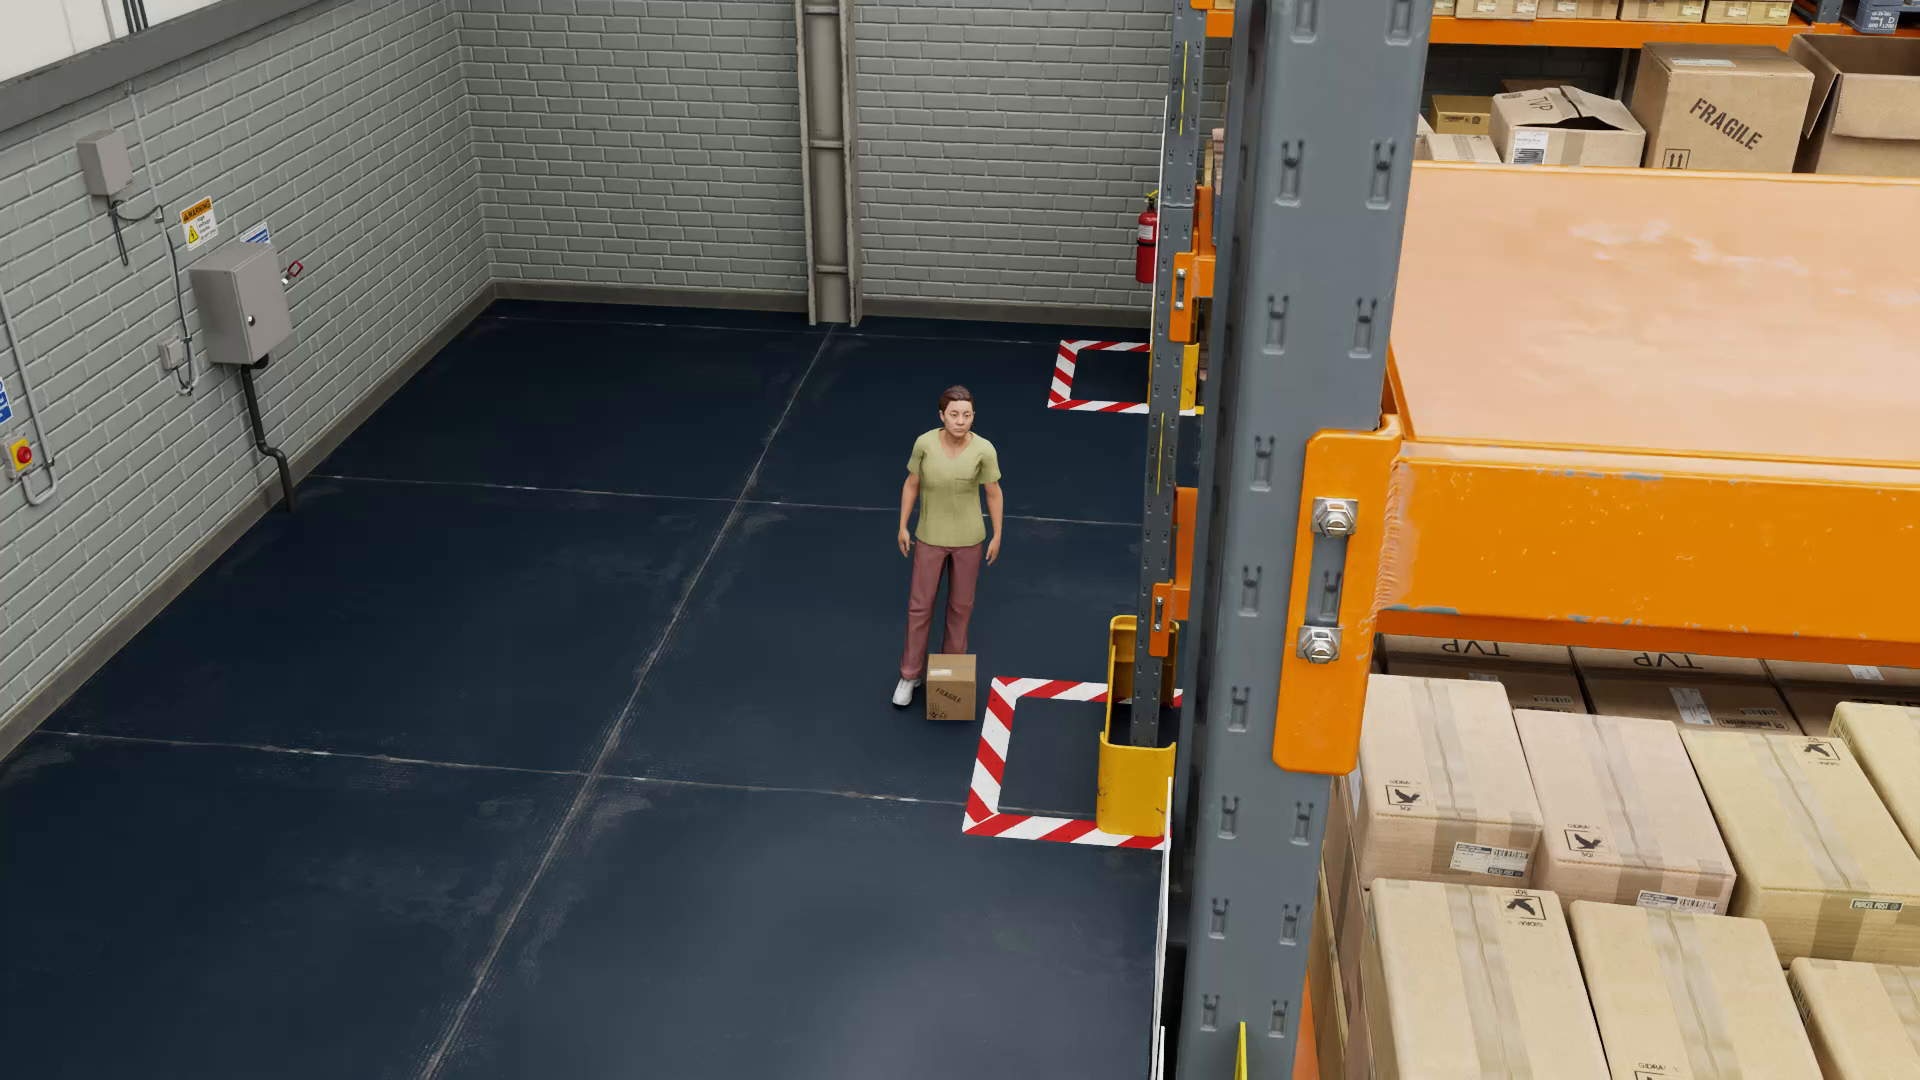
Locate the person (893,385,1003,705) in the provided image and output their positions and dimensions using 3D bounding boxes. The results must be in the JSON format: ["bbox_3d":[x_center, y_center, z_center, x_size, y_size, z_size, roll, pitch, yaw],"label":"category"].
[{"bbox_3d":[-0.064,0.031,8.547,0.553,1.675,0.549,2,29,4],"label":"person"}]
